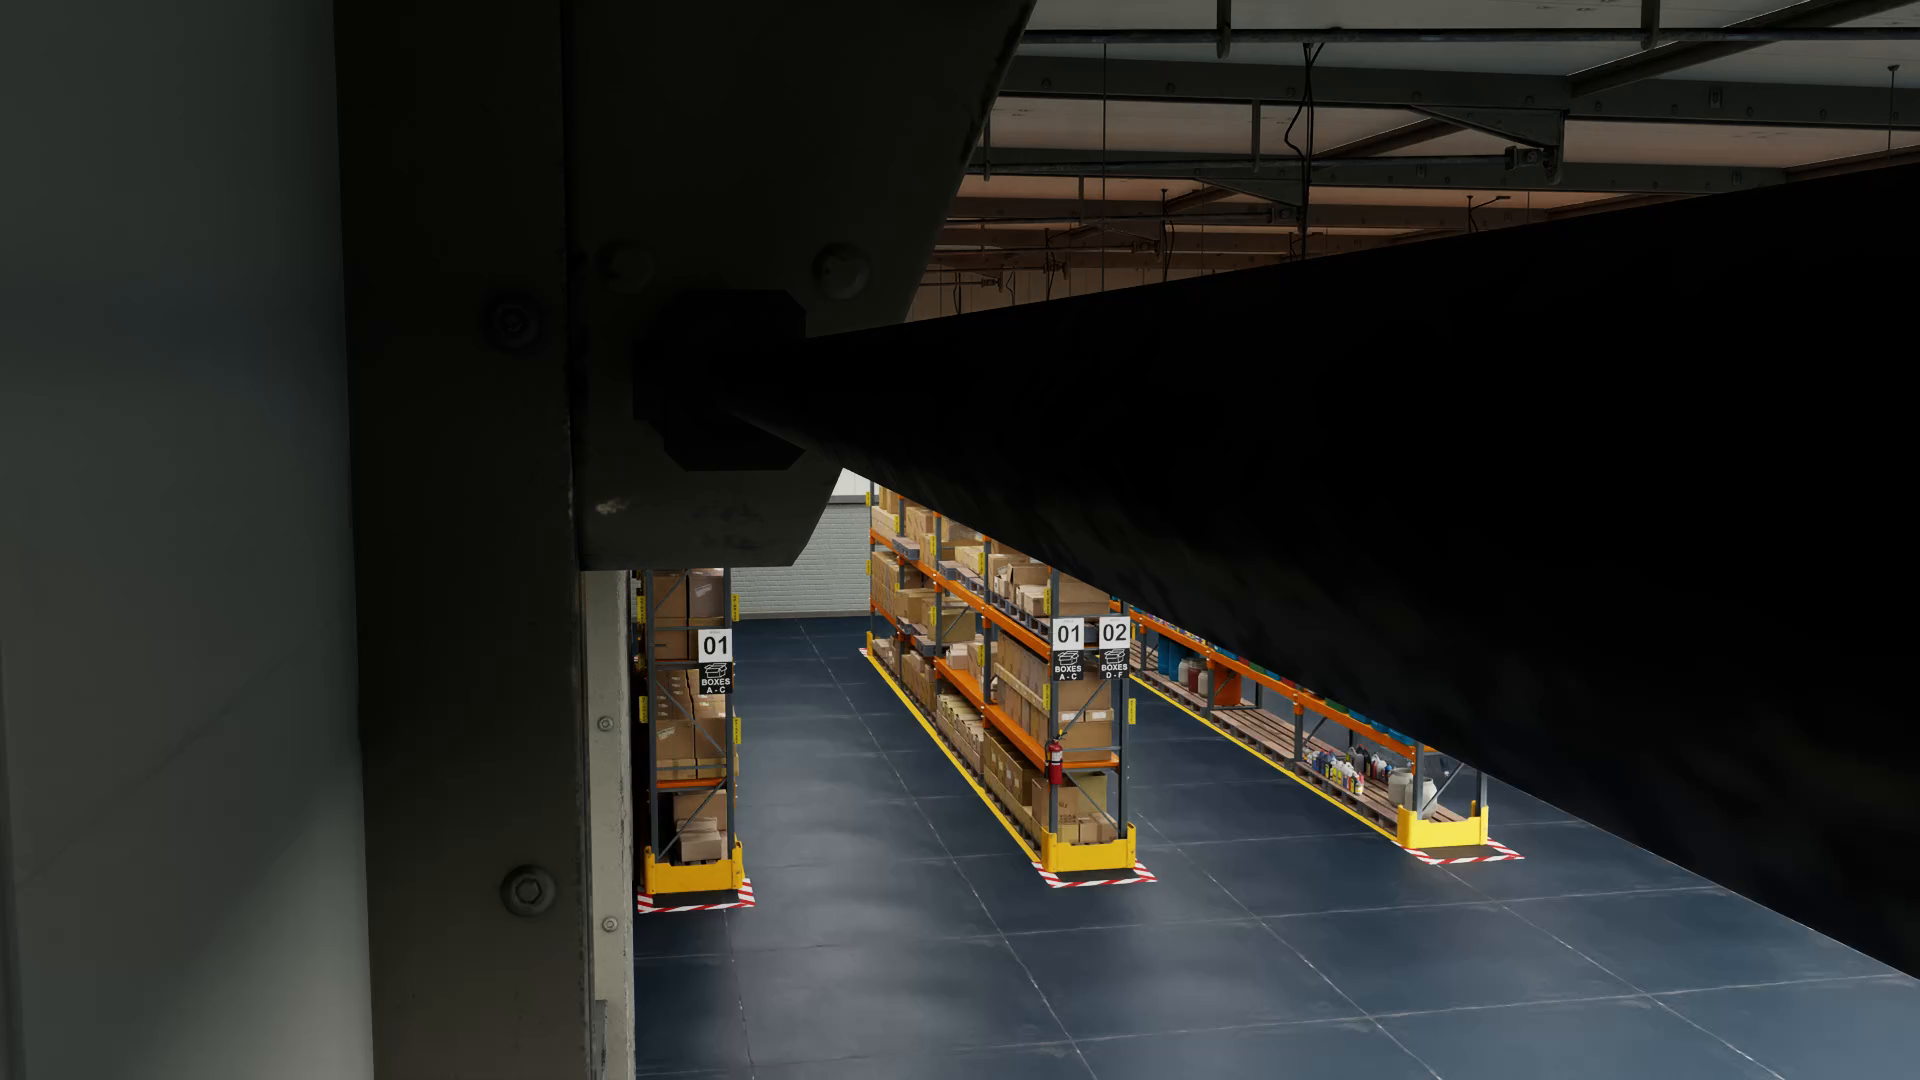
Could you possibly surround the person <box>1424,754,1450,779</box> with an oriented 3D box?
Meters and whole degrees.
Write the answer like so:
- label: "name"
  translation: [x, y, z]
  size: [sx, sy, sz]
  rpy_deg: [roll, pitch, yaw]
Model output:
- label: "person"
  translation: [7.418, 2.914, 25.834]
  size: [0.521, 1.453, 0.981]
  rpy_deg: [-1, 6, -12]
